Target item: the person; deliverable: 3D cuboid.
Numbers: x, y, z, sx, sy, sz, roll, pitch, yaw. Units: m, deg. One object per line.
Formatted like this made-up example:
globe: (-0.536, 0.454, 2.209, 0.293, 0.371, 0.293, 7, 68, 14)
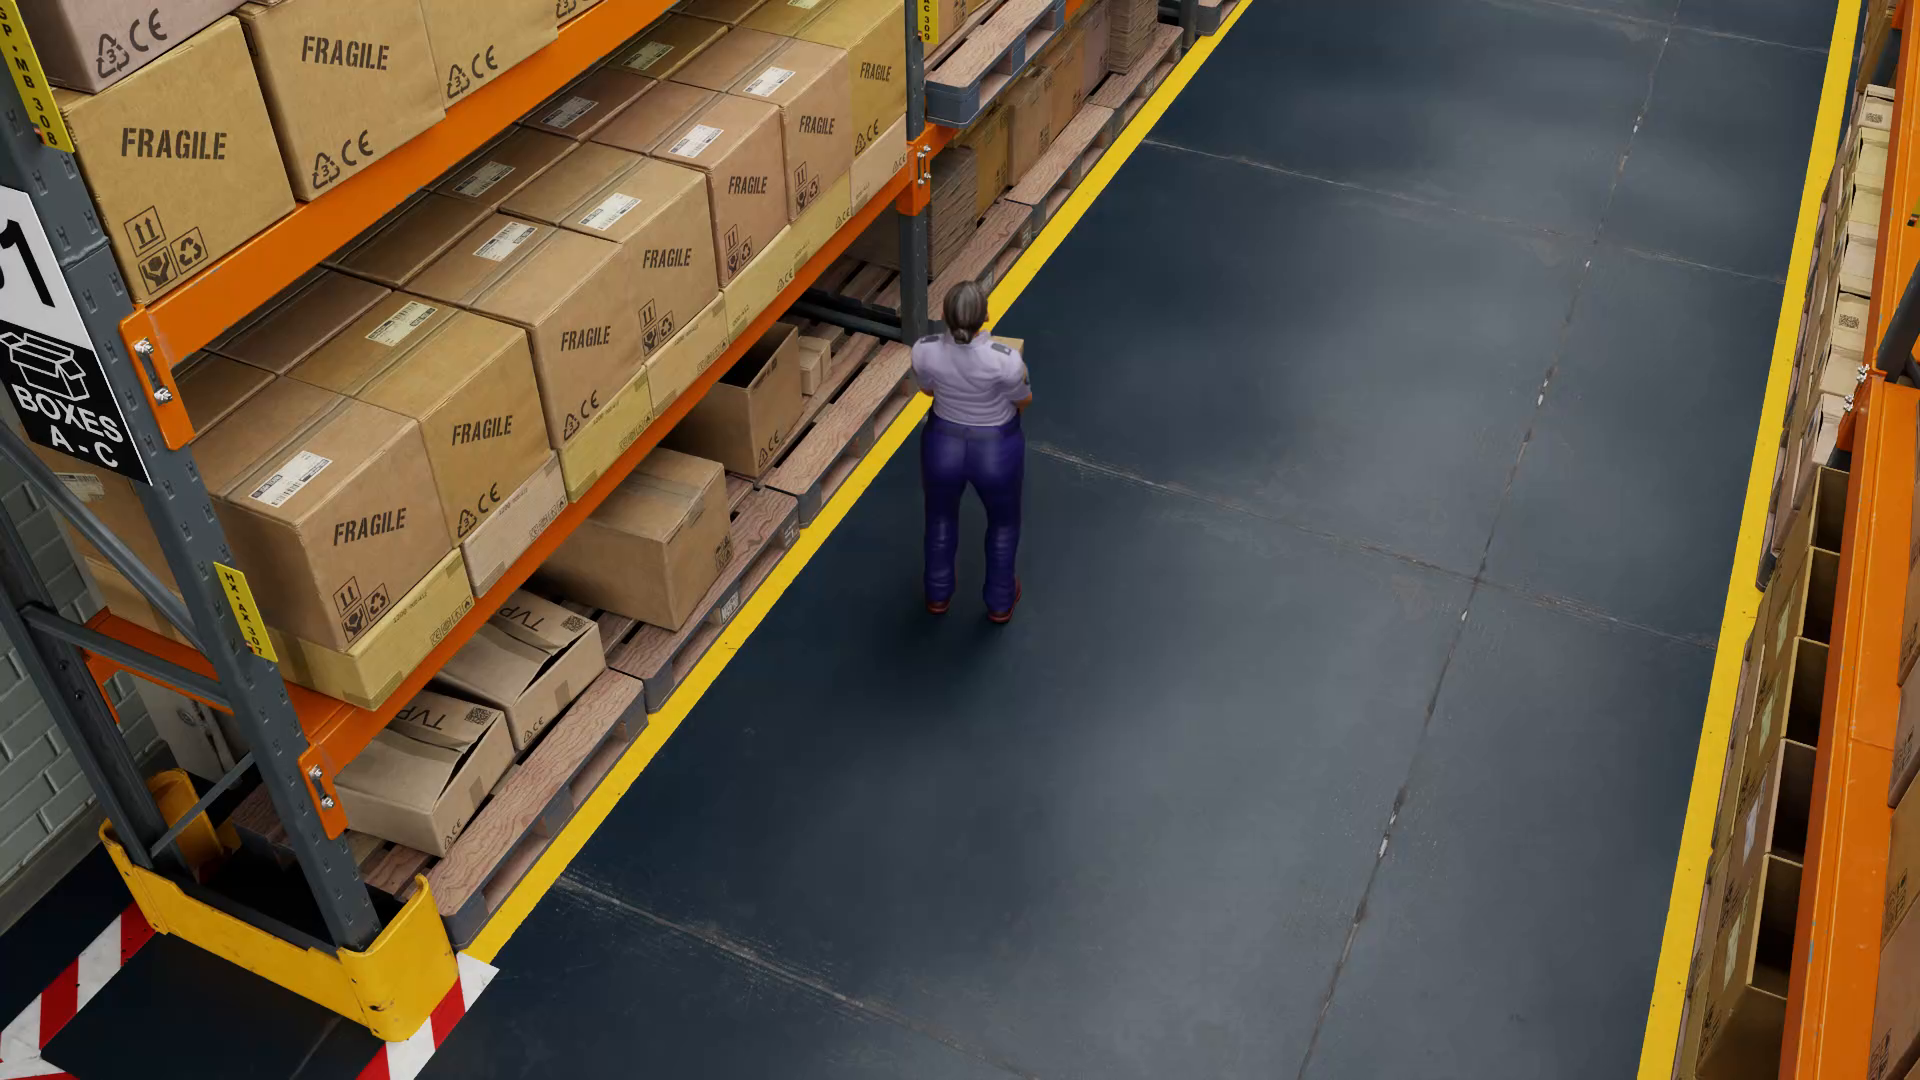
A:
person: (0.068, -0.425, 6.596, 0.441, 1.569, 0.514, 8, 43, 9)
